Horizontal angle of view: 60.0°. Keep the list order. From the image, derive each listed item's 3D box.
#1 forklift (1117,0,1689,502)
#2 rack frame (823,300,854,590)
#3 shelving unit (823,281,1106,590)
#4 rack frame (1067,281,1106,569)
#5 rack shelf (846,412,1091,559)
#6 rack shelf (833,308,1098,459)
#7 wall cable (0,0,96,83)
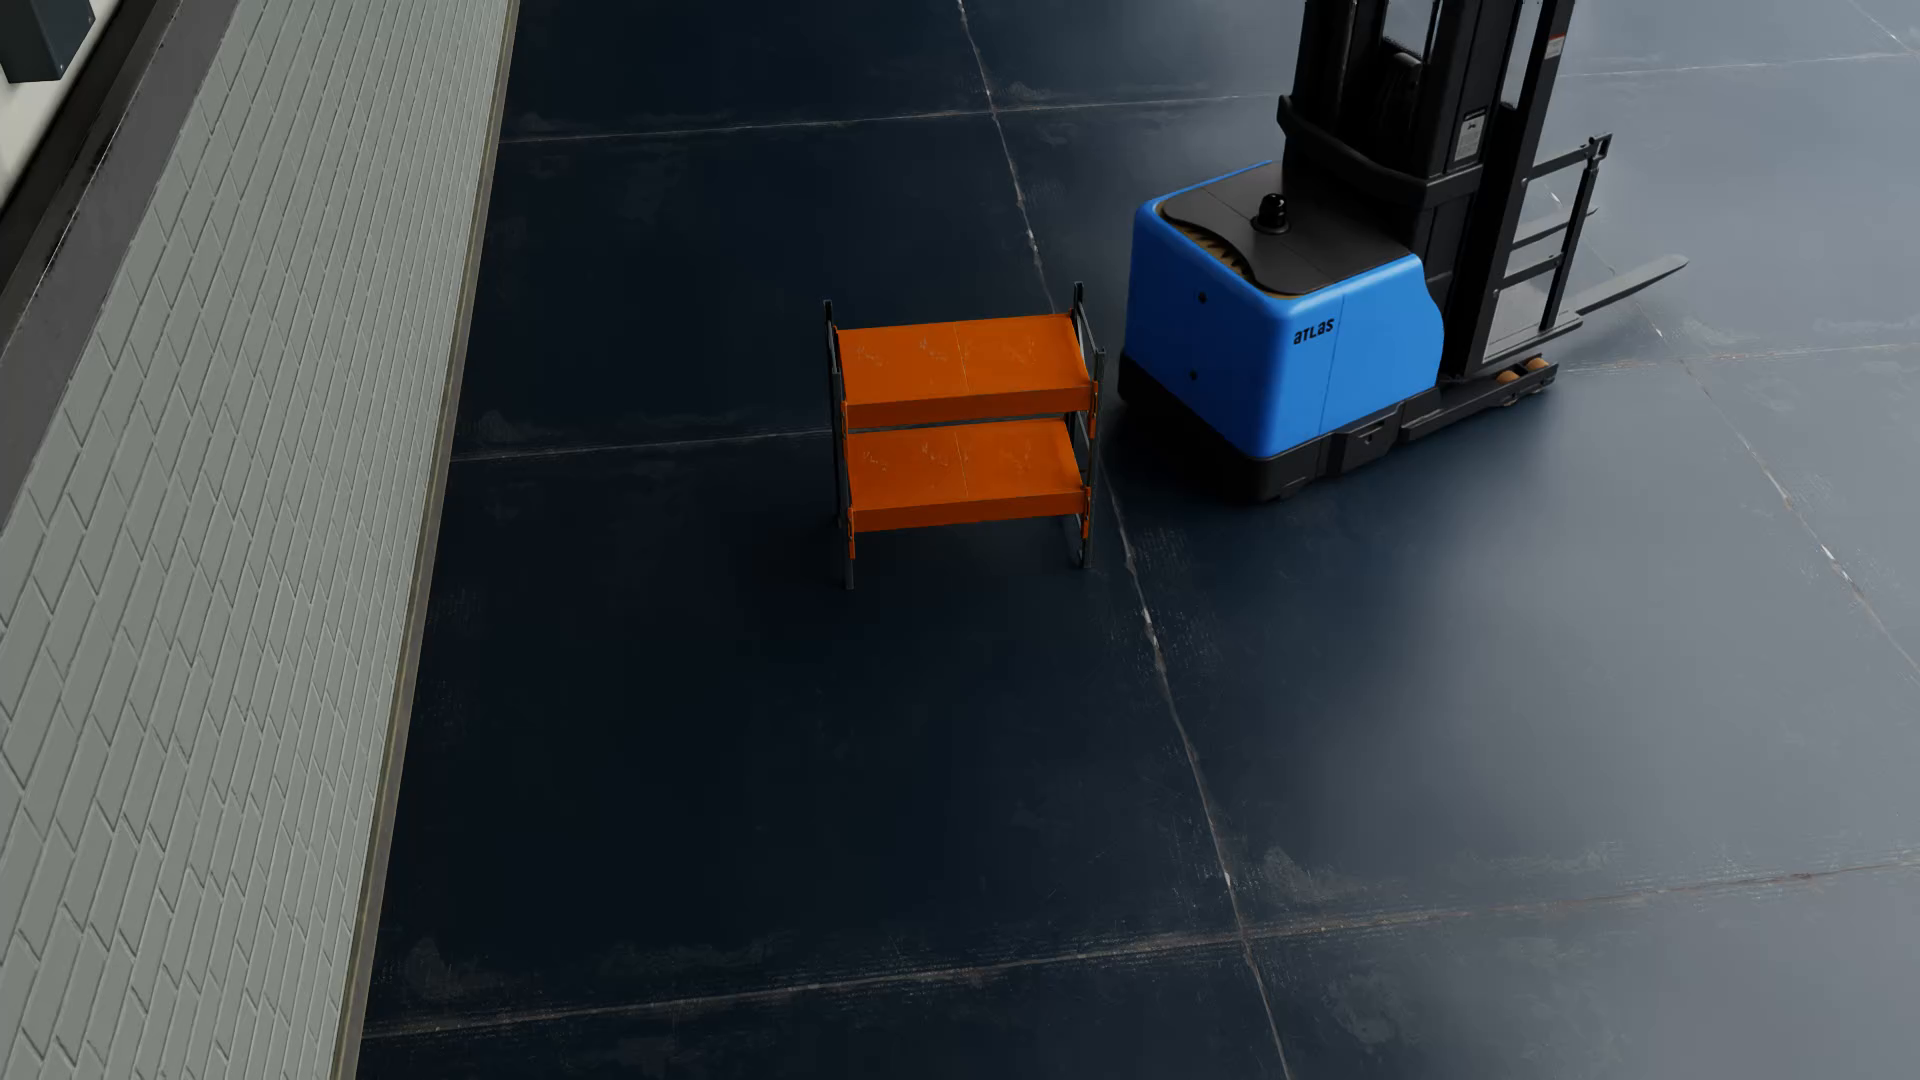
[{"bbox_3d":[2.273,-2.008,7.288,3.031,2.935,1.130,-23,47,-23],"label":"forklift"},{"bbox_3d":[-0.497,-0.374,6.825,0.032,1.125,0.500,-5,42,-6],"label":"rack frame"},{"bbox_3d":[0.007,-0.418,6.874,1.048,1.125,0.538,-5,42,-6],"label":"shelving unit"},{"bbox_3d":[0.511,-0.462,6.923,0.032,1.125,0.500,-5,42,-6],"label":"rack frame"},{"bbox_3d":[0.007,-0.237,7.038,1.000,0.278,0.538,-5,42,-6],"label":"rack shelf"},{"bbox_3d":[0.007,-0.636,6.678,1.000,0.278,0.538,-5,42,-6],"label":"rack shelf"},{"bbox_3d":[-2.114,-3.976,2.400,0.169,6.003,2.305,-5,42,-6],"label":"wall cable"}]
